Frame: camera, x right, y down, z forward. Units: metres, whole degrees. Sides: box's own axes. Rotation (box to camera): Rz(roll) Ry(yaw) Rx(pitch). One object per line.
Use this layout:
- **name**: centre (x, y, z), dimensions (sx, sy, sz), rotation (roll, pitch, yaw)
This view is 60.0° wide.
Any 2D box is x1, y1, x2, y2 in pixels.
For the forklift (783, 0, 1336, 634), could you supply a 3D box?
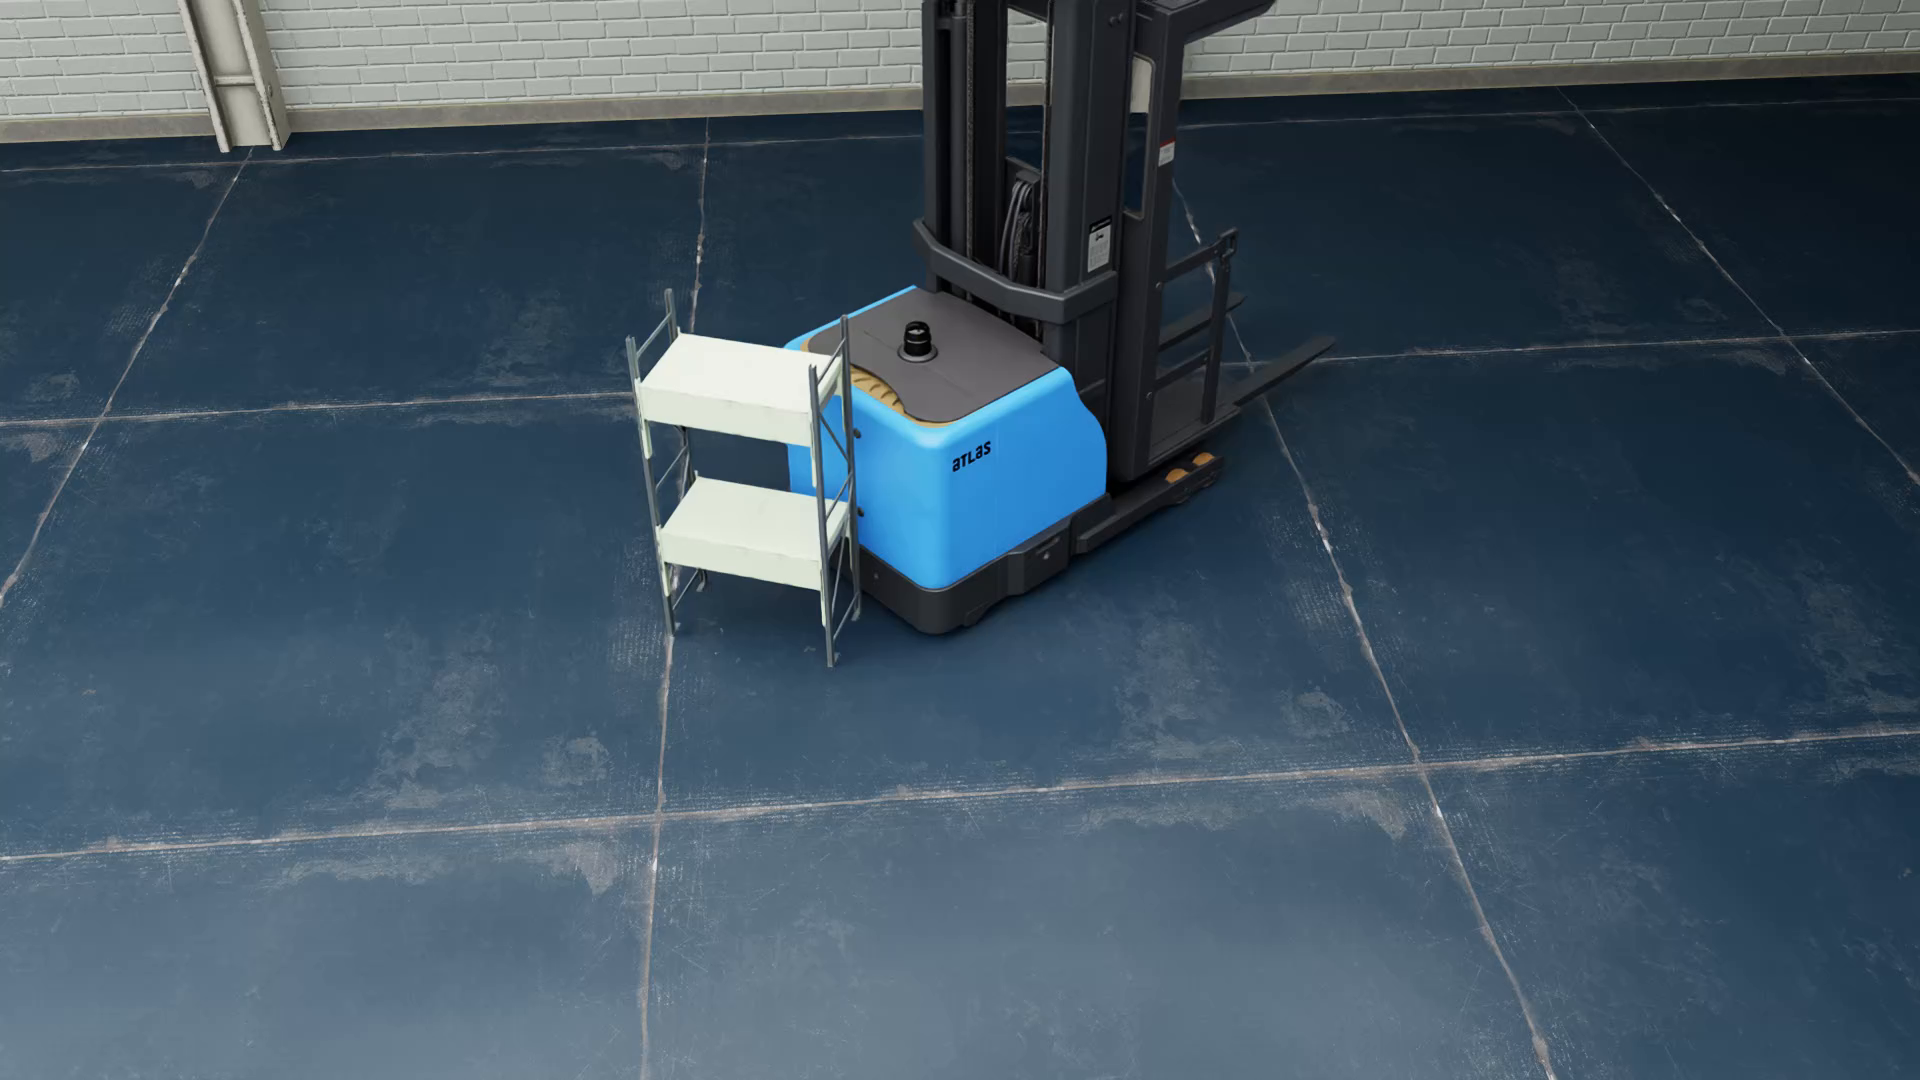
- **forklift**: centre (0.640, -1.540, 7.336), dimensions (3.031, 2.935, 1.130), rotation (-30, 47, -32)

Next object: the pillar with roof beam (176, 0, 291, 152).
- **pillar with roof beam**: centre (-4.328, -3.548, 4.982), dimensions (0.400, 9.000, 9.100), rotation (-3, 38, -4)

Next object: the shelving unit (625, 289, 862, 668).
- **shelving unit**: centre (-0.850, -0.226, 6.825), dimensions (0.755, 1.500, 0.431), rotation (10, 39, 12)

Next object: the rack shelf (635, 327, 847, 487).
- **rack shelf**: centre (-0.850, -0.532, 6.584), dimensions (0.720, 0.370, 0.431), rotation (10, 39, 12)

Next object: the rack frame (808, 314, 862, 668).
- **rack frame**: centre (-0.497, -0.165, 6.748), dimensions (0.023, 1.500, 0.400), rotation (10, 39, 12)

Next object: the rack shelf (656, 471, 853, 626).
- **rack shelf**: centre (-0.850, 0.030, 7.027), dimensions (0.720, 0.370, 0.431), rotation (10, 39, 12)

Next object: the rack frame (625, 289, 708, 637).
- **rack frame**: centre (-1.202, -0.287, 6.903), dimensions (0.023, 1.500, 0.400), rotation (10, 39, 12)

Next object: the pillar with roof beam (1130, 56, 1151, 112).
- **pillar with roof beam**: centre (1.648, -3.877, 5.399), dimensions (0.400, 9.000, 9.100), rotation (-3, 38, -4)
